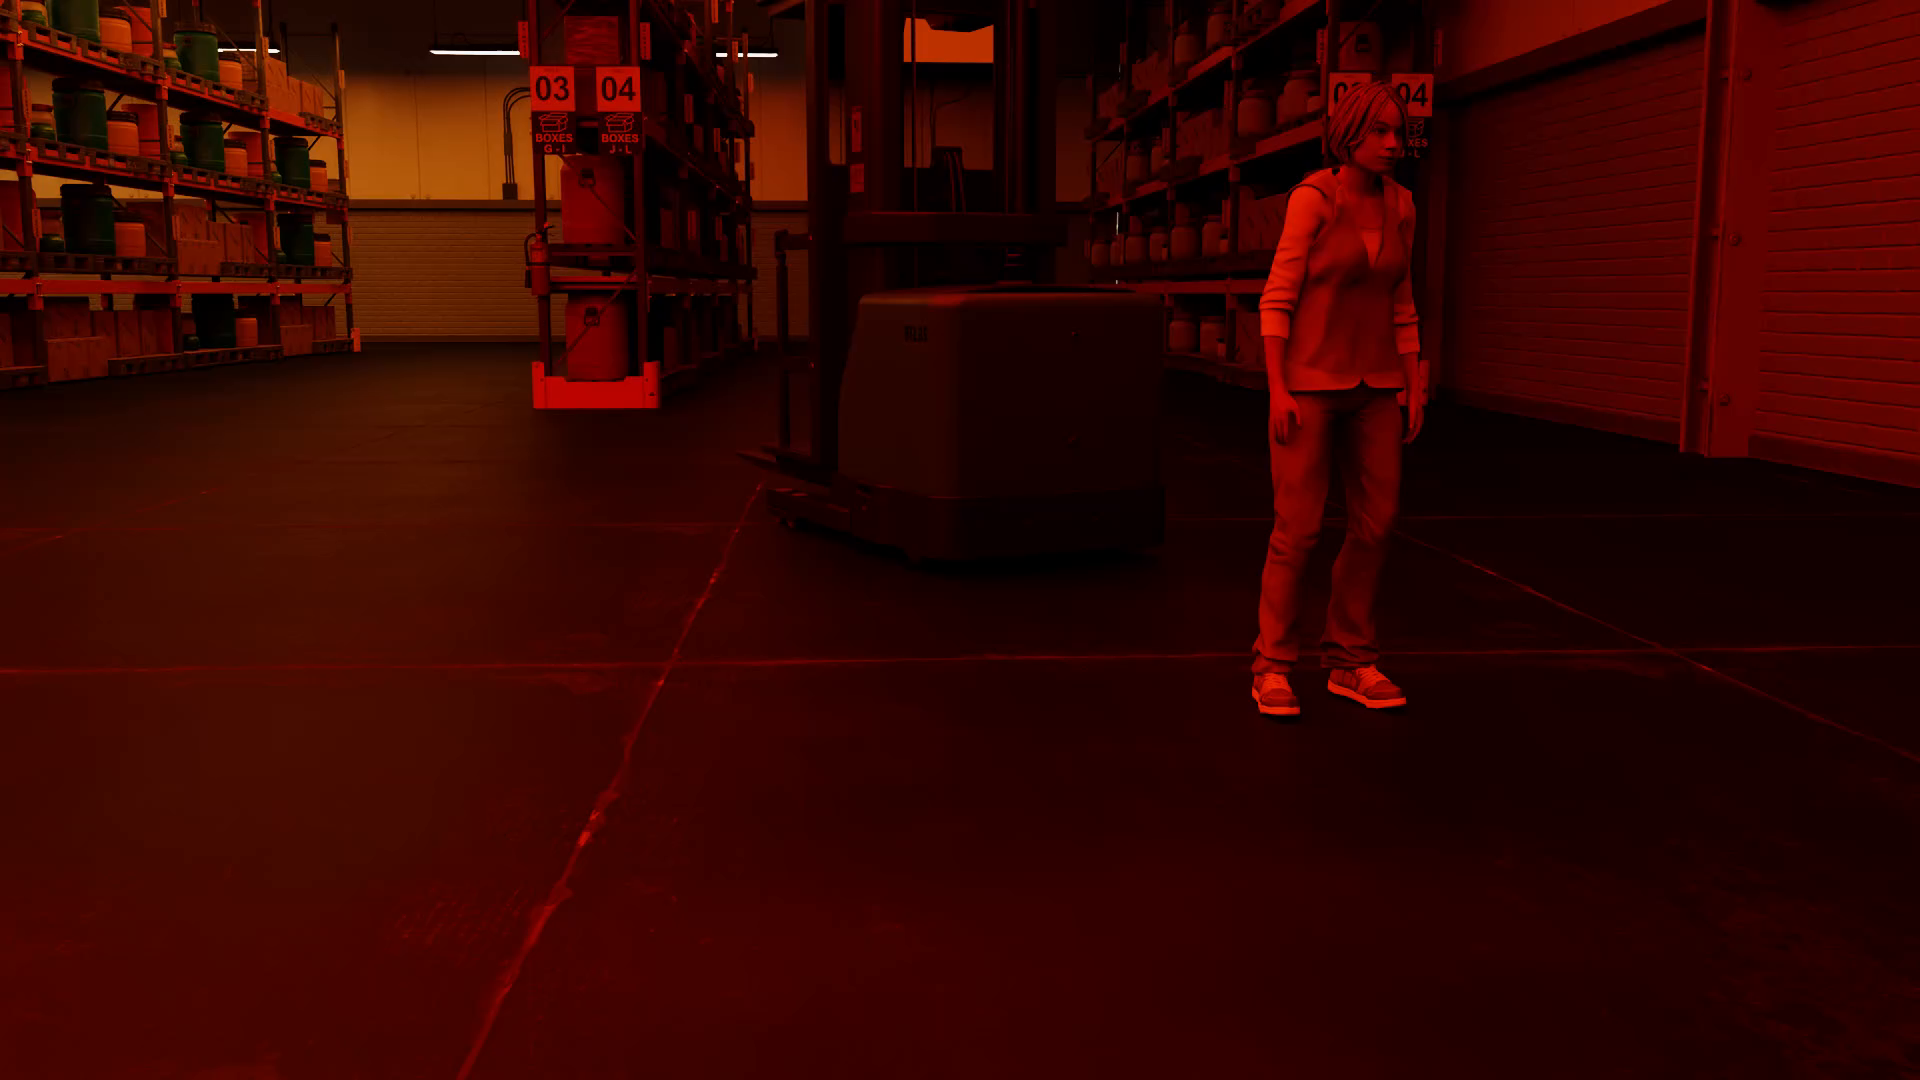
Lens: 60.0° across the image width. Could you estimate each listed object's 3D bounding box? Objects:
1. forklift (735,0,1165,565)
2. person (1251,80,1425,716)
[{"bbox_3d":[-0.264,-1.530,7.637,1.130,2.935,3.031,-4,9,-25],"label":"forklift"},{"bbox_3d":[0.978,-0.357,4.292,0.485,1.593,0.342,-3,9,-20],"label":"person"}]
